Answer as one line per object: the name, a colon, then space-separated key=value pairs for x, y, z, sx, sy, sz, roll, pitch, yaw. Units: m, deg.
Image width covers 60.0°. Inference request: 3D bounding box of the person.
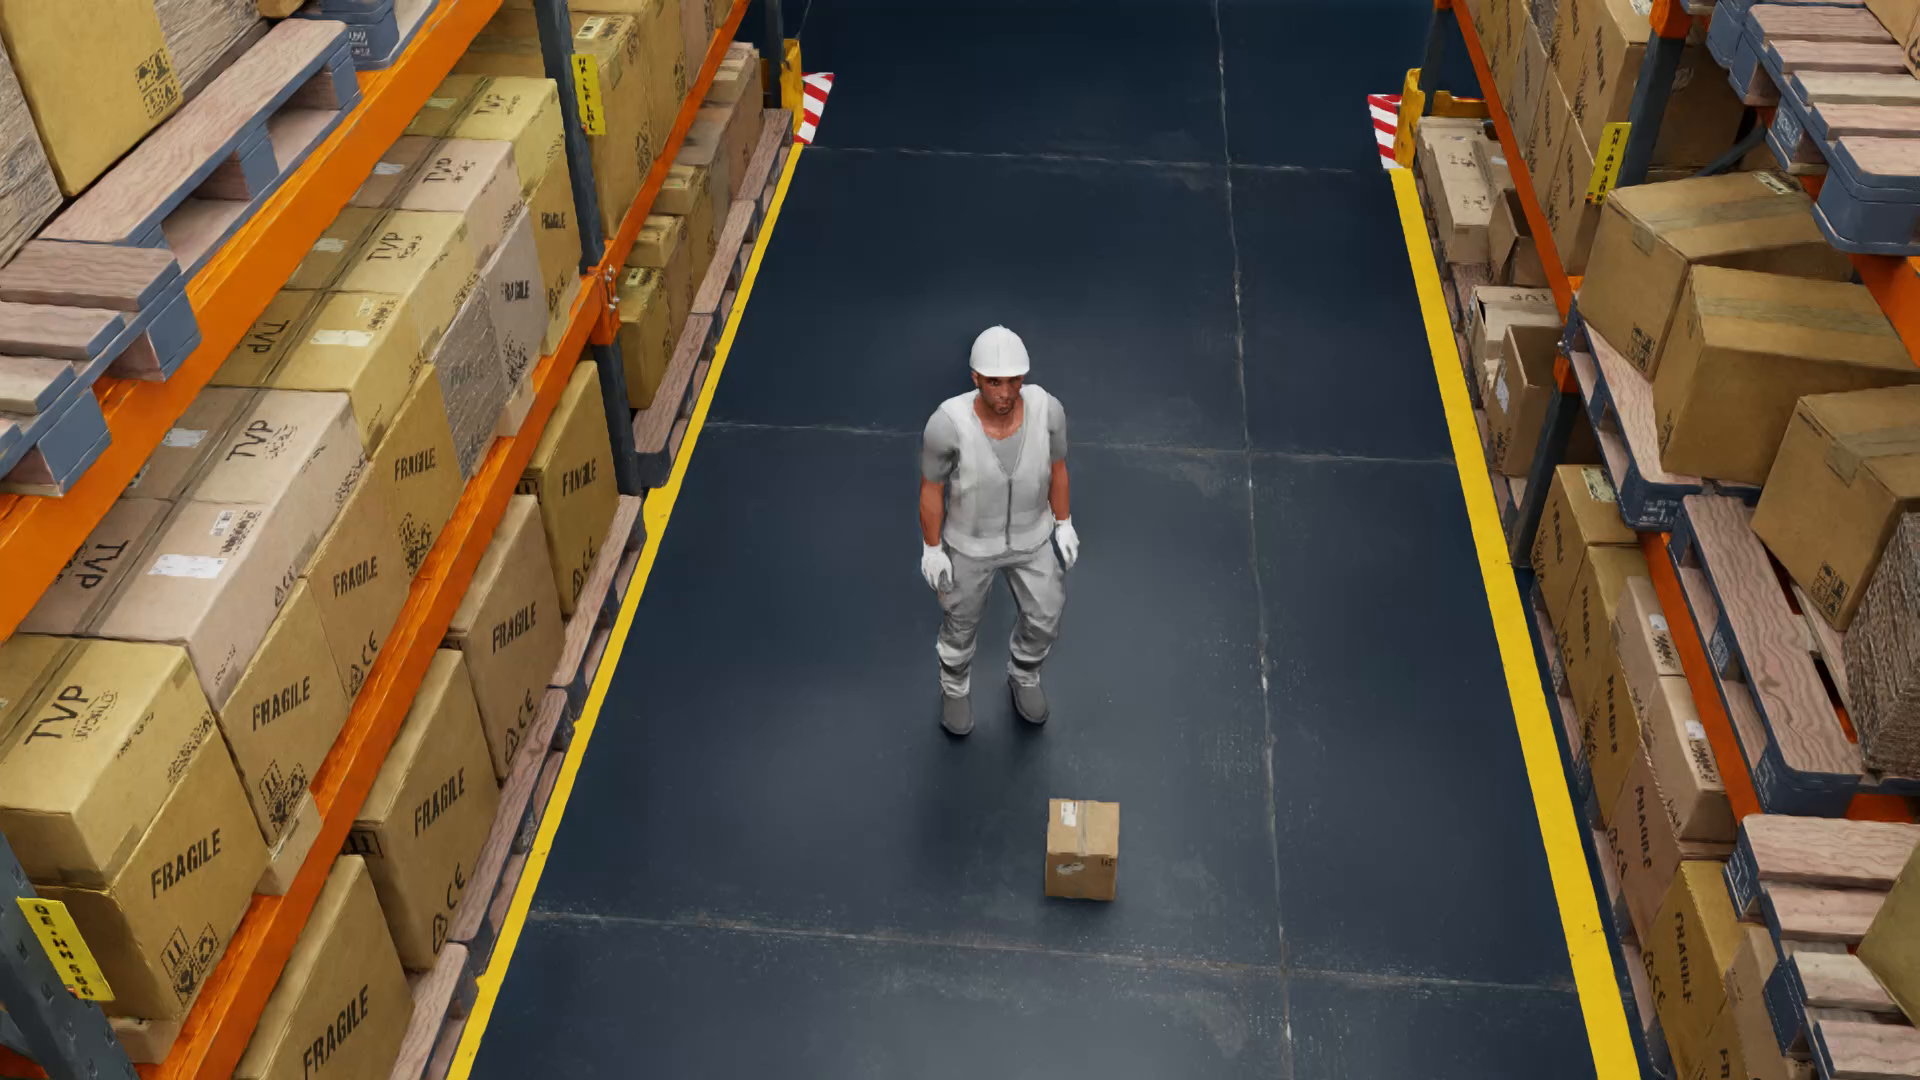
person: x=0.141 y=-0.012 z=6.119 sx=0.601 sy=1.789 sz=0.360 roll=-10 pitch=41 yaw=-12
